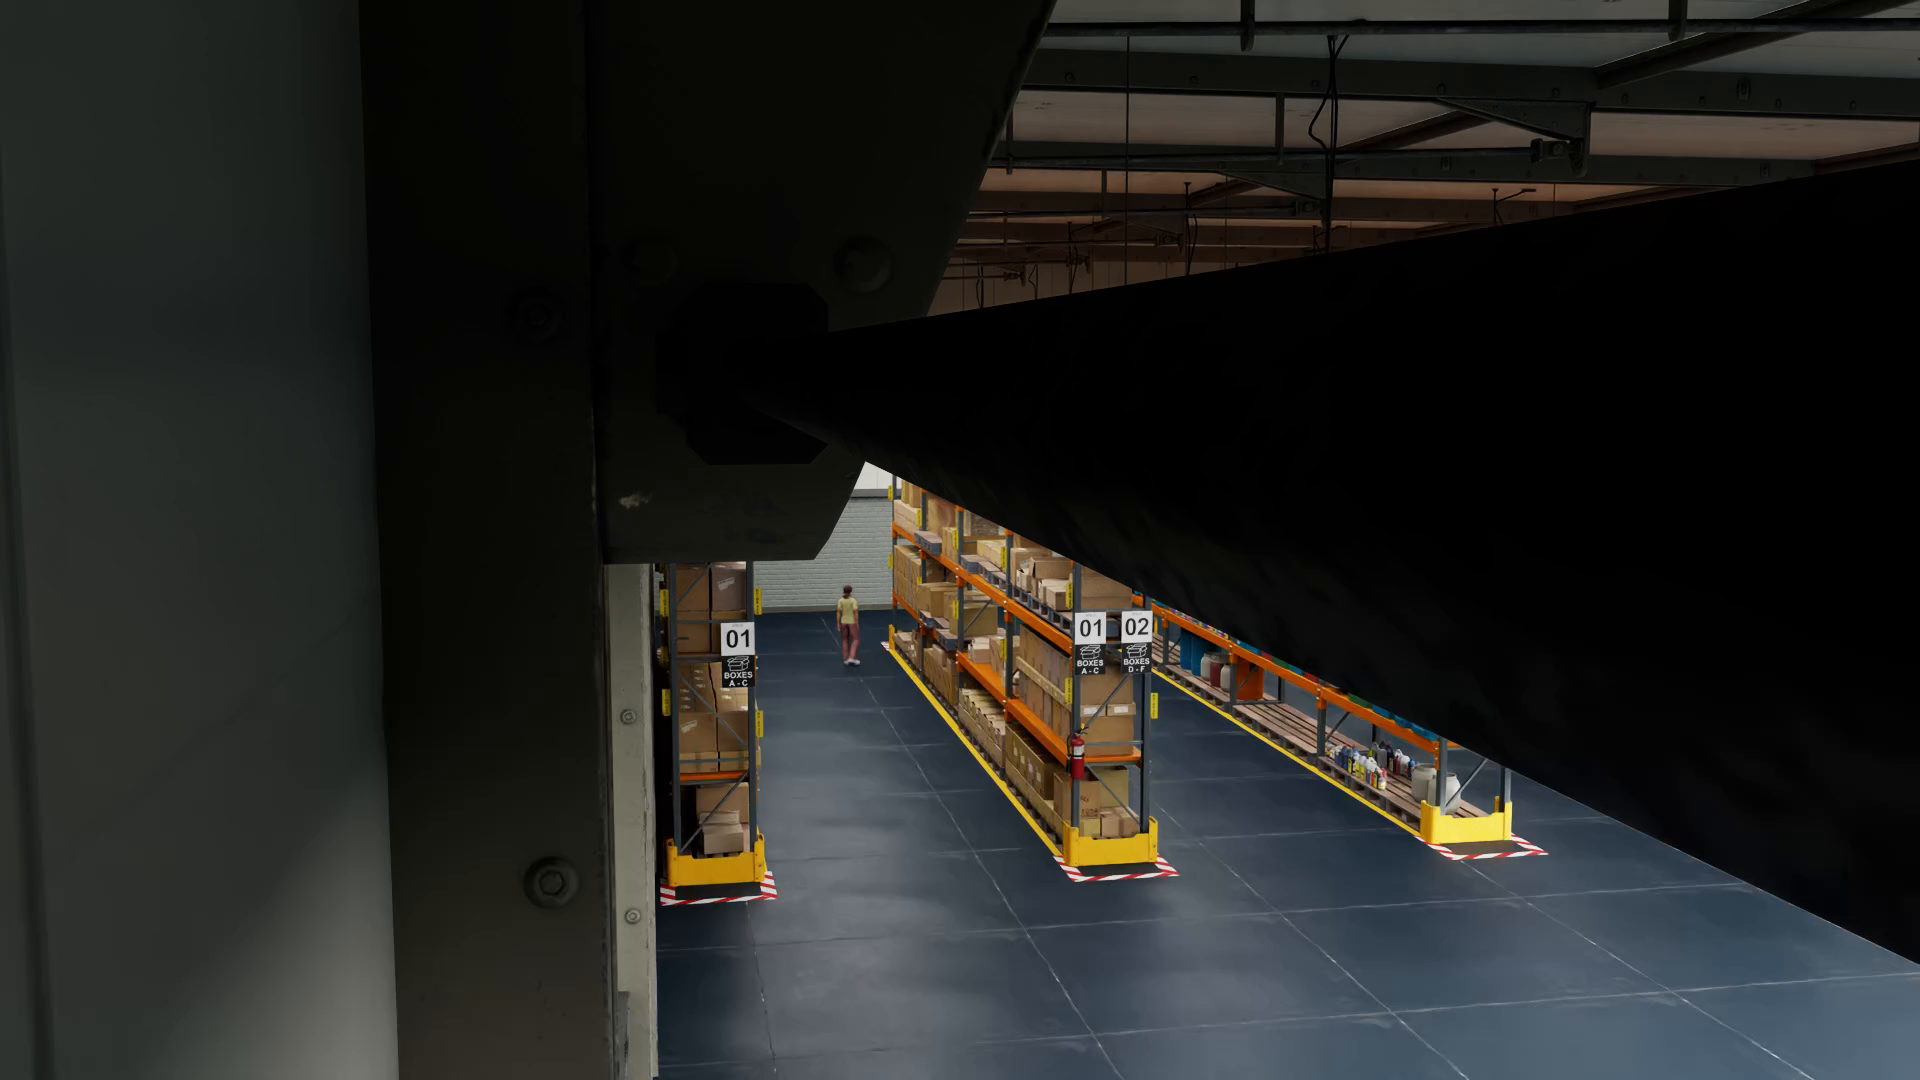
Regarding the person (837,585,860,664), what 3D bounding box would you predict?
[{"bbox_3d":[-2.322,1.770,34.586,0.490,1.668,0.507,2,6,15],"label":"person"}]
